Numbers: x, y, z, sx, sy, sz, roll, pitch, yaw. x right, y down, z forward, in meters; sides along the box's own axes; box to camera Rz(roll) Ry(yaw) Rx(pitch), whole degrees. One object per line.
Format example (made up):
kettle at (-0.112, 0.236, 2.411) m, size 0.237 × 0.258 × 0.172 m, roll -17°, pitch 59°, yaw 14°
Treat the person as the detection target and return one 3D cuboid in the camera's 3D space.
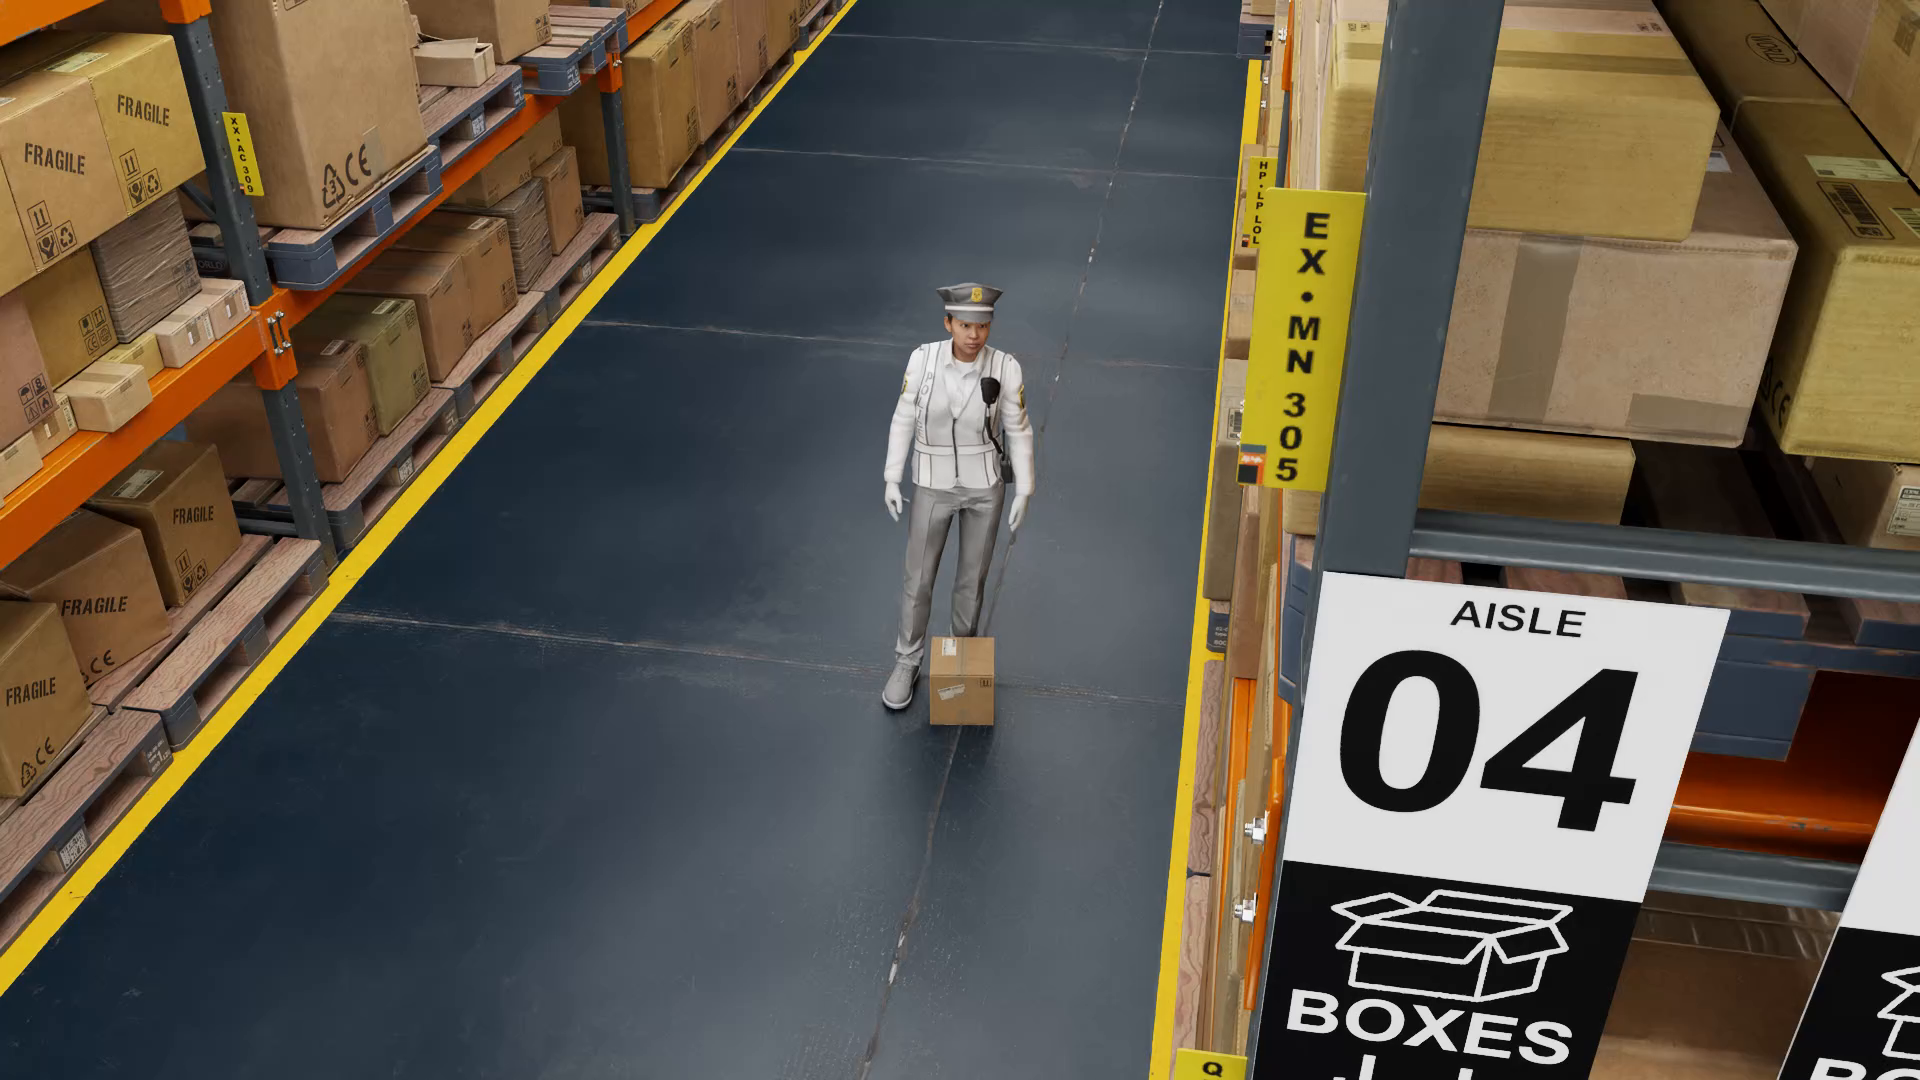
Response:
person at (-0.008, -0.170, 6.355) m, size 0.587 × 1.696 × 0.531 m, roll 2°, pitch 33°, yaw 2°
